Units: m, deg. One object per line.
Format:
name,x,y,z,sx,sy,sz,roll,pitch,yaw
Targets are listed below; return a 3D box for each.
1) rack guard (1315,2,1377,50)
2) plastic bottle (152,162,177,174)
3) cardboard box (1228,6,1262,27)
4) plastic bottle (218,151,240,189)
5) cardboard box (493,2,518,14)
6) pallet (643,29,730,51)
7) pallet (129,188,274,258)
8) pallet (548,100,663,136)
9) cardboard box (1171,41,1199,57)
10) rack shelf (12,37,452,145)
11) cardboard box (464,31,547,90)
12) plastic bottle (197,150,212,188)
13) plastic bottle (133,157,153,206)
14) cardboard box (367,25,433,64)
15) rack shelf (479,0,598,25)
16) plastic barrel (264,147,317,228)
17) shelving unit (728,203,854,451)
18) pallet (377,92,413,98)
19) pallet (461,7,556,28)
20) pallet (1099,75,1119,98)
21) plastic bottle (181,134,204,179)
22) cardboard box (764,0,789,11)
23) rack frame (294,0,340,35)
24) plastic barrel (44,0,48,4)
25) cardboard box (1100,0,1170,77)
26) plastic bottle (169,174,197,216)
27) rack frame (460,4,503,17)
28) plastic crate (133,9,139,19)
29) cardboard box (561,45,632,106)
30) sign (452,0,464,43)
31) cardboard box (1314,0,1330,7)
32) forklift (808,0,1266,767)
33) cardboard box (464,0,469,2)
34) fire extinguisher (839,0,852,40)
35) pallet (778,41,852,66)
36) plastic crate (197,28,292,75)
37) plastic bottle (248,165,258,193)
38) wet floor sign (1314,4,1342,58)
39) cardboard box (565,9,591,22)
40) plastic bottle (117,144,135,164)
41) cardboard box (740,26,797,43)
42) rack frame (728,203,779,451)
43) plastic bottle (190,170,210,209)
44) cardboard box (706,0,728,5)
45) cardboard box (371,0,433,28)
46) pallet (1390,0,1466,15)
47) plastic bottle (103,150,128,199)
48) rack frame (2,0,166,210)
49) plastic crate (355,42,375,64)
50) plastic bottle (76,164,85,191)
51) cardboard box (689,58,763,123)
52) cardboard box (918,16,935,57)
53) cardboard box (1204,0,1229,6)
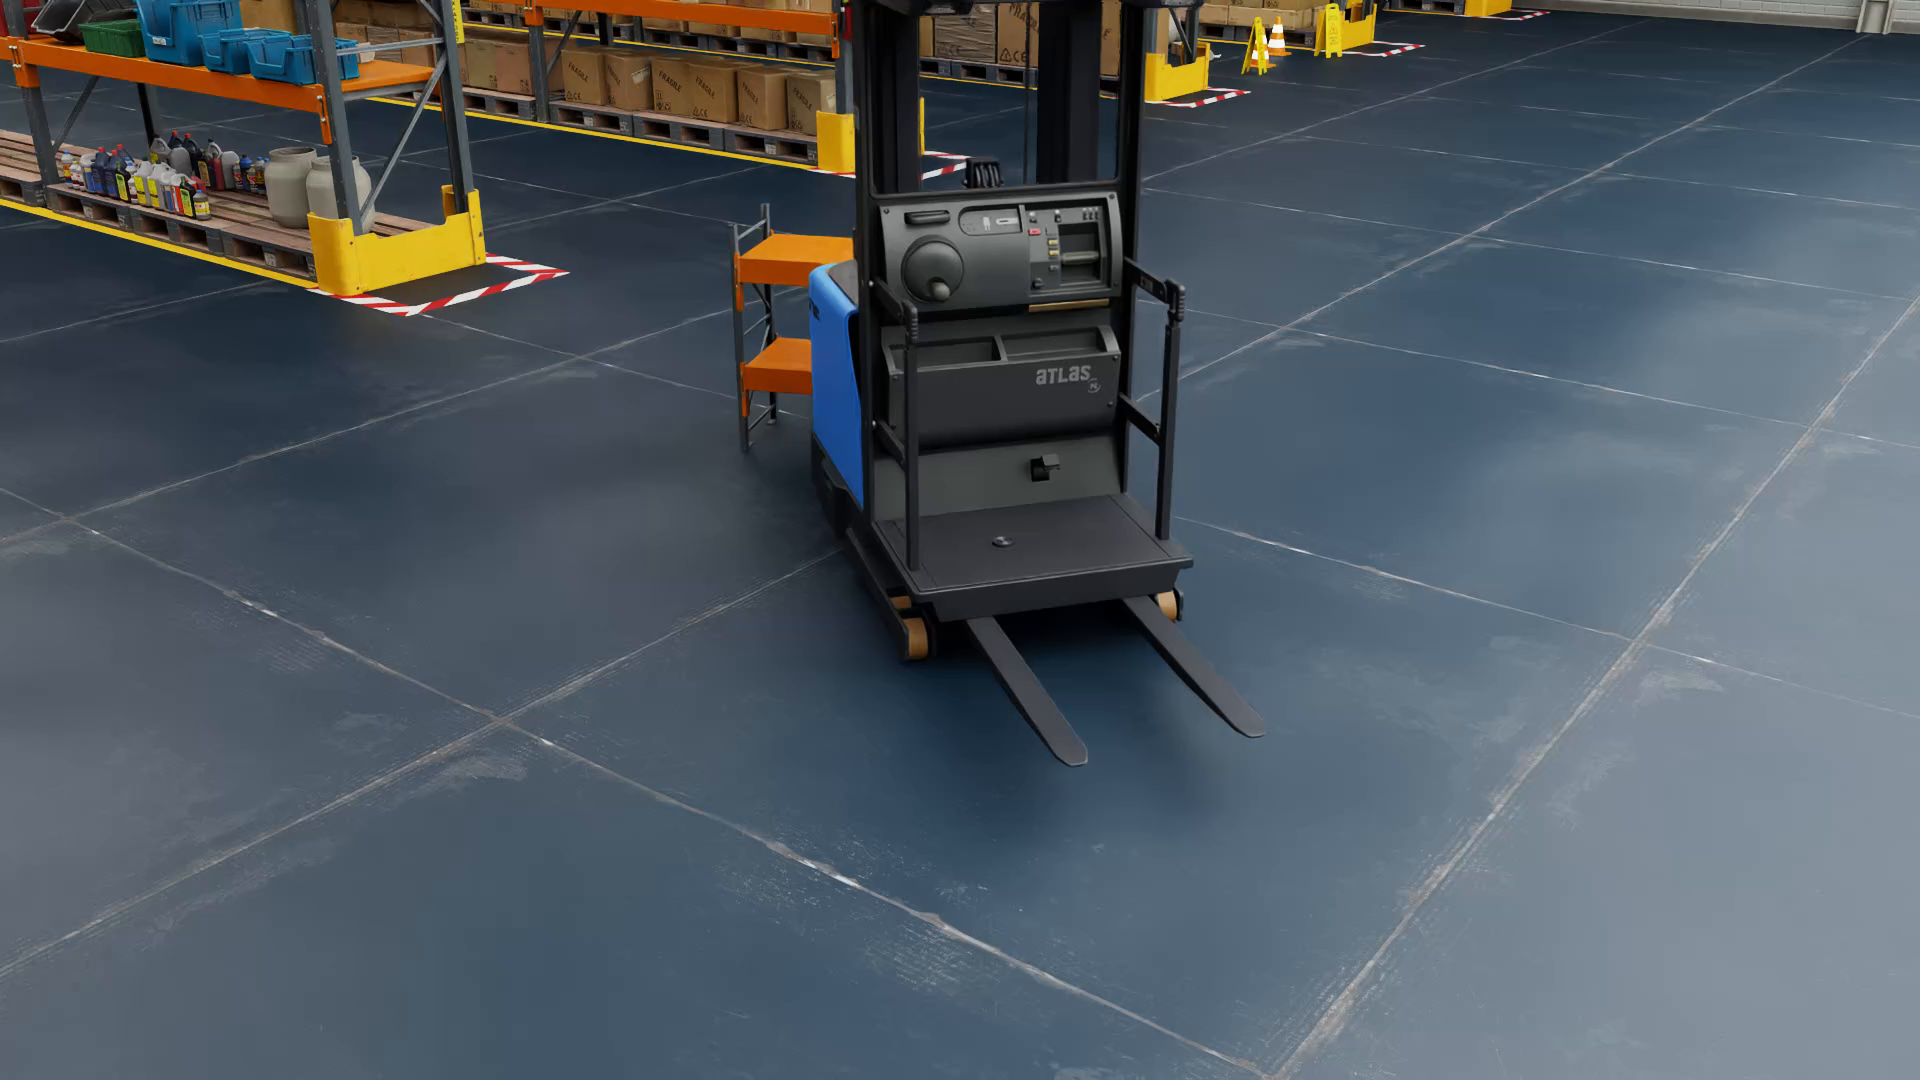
rack guard,5.152,-6.851,22.179,0.348,0.500,1.175,17,29,33
plastic bottle,-5.945,-2.680,12.444,0.135,0.276,0.152,17,29,33
cardboard box,3.995,-7.147,22.640,0.500,0.250,0.500,17,29,33
plastic bottle,-5.674,-2.875,12.888,0.135,0.276,0.152,17,29,34
cardboard box,-6.421,-7.913,24.070,0.500,0.500,0.500,18,30,36
pallet,-3.491,-6.798,22.418,1.213,0.211,1.003,17,29,33
pallet,-5.409,-2.402,12.439,1.213,0.211,1.003,17,29,33
pallet,-3.373,-4.319,16.791,1.213,0.211,1.003,17,29,33
cardboard box,2.953,-6.337,21.448,0.380,0.149,0.250,-10,26,-21
rack shelf,-5.302,-3.336,11.992,4.000,0.370,1.077,17,29,33
cardboard box,-4.781,-5.081,17.615,0.500,0.500,0.700,17,29,33
plastic bottle,-5.843,-2.880,12.890,0.133,0.283,0.061,17,29,33
plastic bottle,-6.014,-2.660,12.307,0.185,0.351,0.144,17,29,33
cardboard box,-6.133,-5.486,18.534,0.500,0.500,0.700,14,27,29
rack shelf,-5.532,-5.901,17.815,4.000,0.370,1.077,17,29,33
plastic barrel,-4.675,-2.490,11.747,0.421,0.512,0.421,0,24,0
shelving unit,-0.524,-1.011,8.149,1.048,1.125,0.538,5,24,12
pallet,-6.508,-5.248,18.899,1.213,0.211,1.003,17,29,33
pallet,-6.654,-7.793,24.675,1.213,0.211,1.003,17,29,33
pallet,1.638,-5.247,18.897,1.213,0.211,1.003,17,29,33
plastic bottle,-6.061,-3.028,13.143,0.185,0.351,0.144,15,28,31
cardboard box,-1.513,-4.771,14.670,0.250,0.149,0.380,17,29,33
rack frame,-7.133,-6.714,18.767,0.127,3.000,1.000,17,29,33
plastic barrel,-7.030,-4.569,13.278,0.708,0.901,0.600,17,29,33
cardboard box,1.742,-5.717,18.621,0.875,0.875,0.875,17,29,34
plastic bottle,-5.619,-2.508,12.055,0.135,0.276,0.152,17,29,34
rack frame,-7.278,-9.257,24.539,0.127,3.000,1.000,17,29,33
plastic crate,-5.854,-3.900,12.566,0.616,0.251,0.499,17,29,33
cardboard box,-3.636,-4.685,16.742,0.500,0.500,0.500,16,28,32
sign,-3.368,-3.484,11.094,0.005,0.325,0.100,17,29,33
cardboard box,4.713,-7.543,22.610,0.500,0.500,0.500,16,28,32
forklift,0.224,-1.065,6.033,1.130,2.935,3.031,-7,25,-15
cardboard box,-7.376,-8.336,25.464,0.250,0.149,0.380,15,28,31
fire extinguisher,-0.916,-4.567,13.992,0.183,0.674,0.296,17,29,33
pallet,-1.539,-6.208,21.079,1.213,0.211,1.003,17,29,33
plastic crate,-4.798,-3.296,11.196,0.408,0.251,0.499,17,29,33
plastic bottle,-5.399,-2.772,12.746,0.097,0.201,0.097,0,24,0
wet floor sign,4.723,-6.508,21.220,0.267,0.644,0.232,-15,28,-30
cardboard box,-5.174,-7.539,23.220,0.500,0.500,0.500,18,30,35
plastic bottle,-6.419,-2.855,12.749,0.185,0.351,0.144,17,29,33
cardboard box,-2.196,-6.840,21.324,0.750,0.750,1.050,17,29,33
rack frame,-1.019,-1.058,8.255,0.032,1.125,0.500,5,24,12
plastic bottle,-5.556,-2.546,12.132,0.133,0.283,0.061,17,29,33
cardboard box,-2.093,-4.963,15.106,0.250,0.149,0.380,17,29,33
cardboard box,-6.148,-5.837,18.402,0.500,0.250,0.500,21,31,39
pallet,7.549,-8.474,26.221,1.213,0.211,1.003,17,29,33
plastic bottle,-6.354,-2.763,12.540,0.185,0.351,0.144,15,28,31
rack frame,-6.902,-4.148,12.945,0.127,3.000,1.000,17,29,33
plastic crate,-4.225,-3.381,11.530,0.250,0.136,0.298,17,29,33
plastic bottle,-6.747,-2.801,12.813,0.097,0.201,0.097,0,24,0
cardboard box,-2.209,-4.275,15.811,0.500,0.500,0.500,20,31,38
cardboard box,-0.415,-6.367,20.096,0.875,0.875,0.875,17,29,34
cardboard box,3.596,-7.613,22.767,0.500,0.500,0.500,16,28,32
